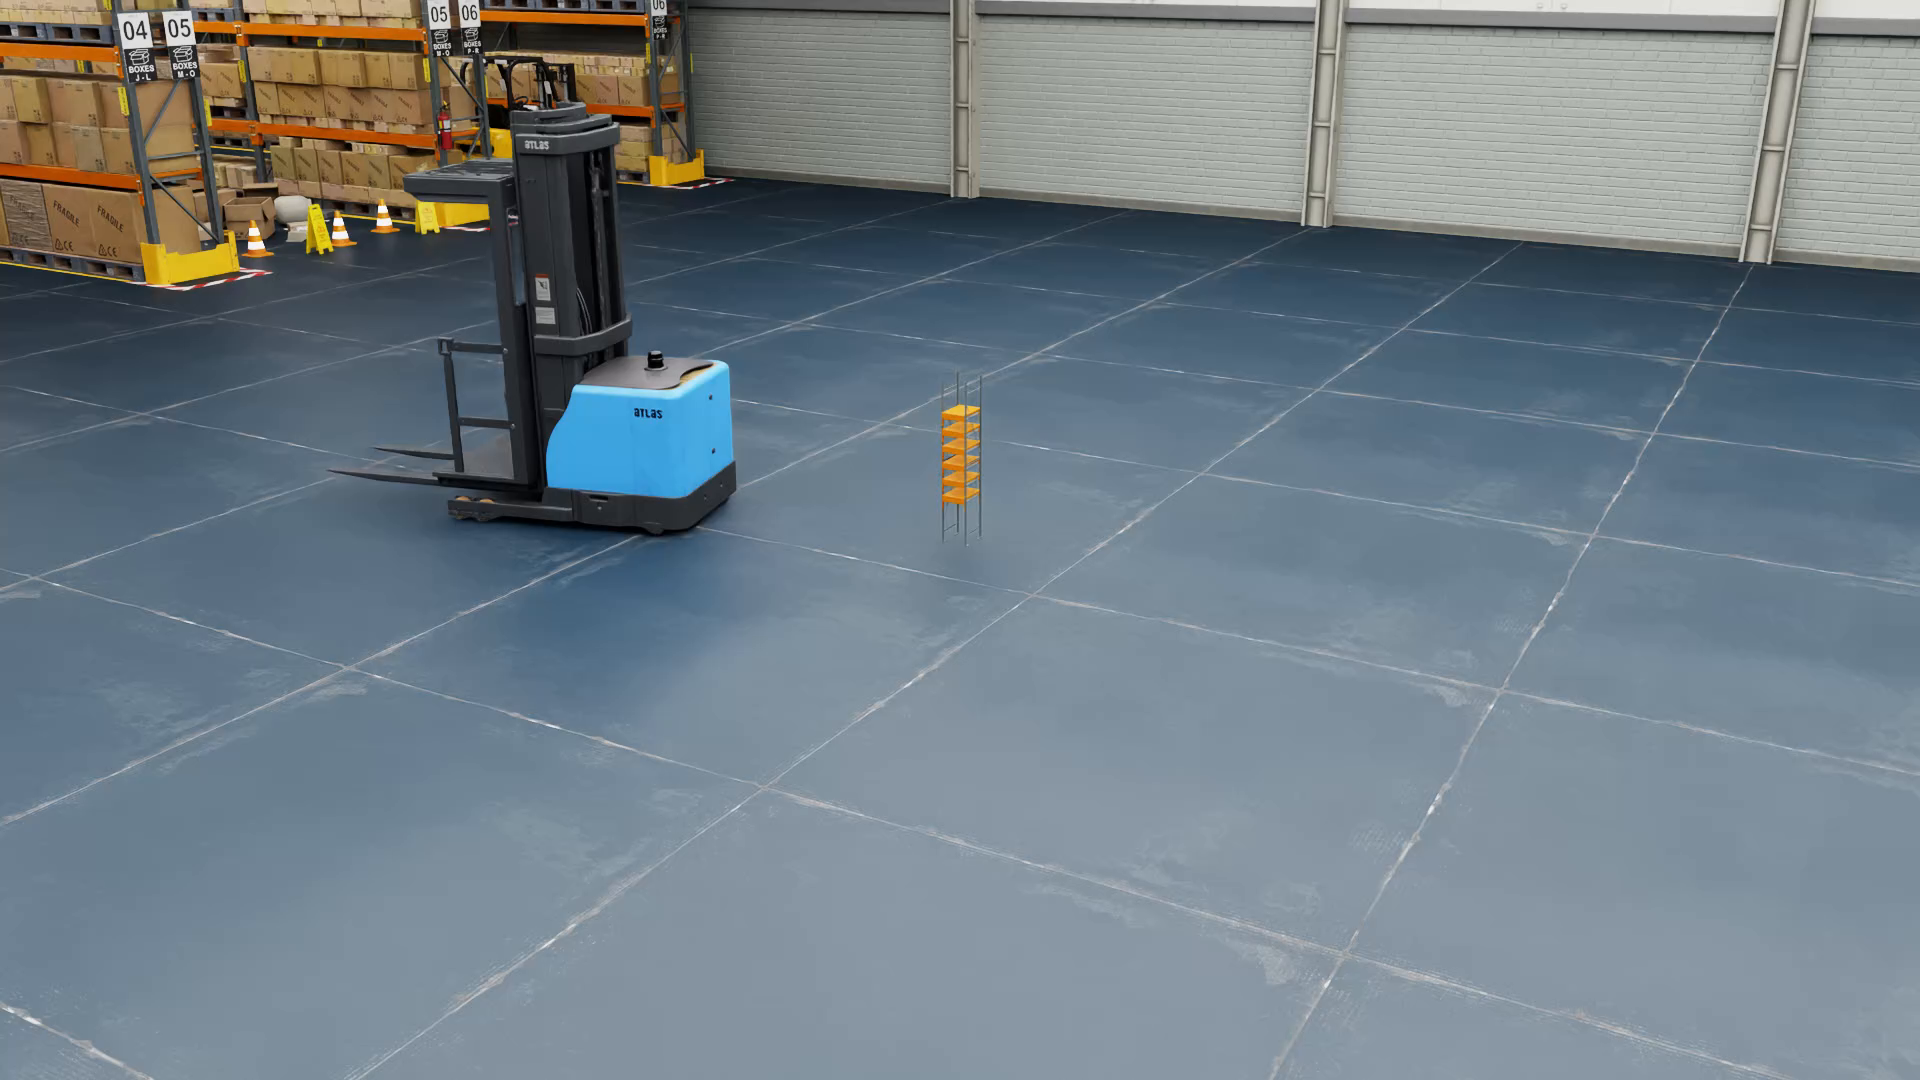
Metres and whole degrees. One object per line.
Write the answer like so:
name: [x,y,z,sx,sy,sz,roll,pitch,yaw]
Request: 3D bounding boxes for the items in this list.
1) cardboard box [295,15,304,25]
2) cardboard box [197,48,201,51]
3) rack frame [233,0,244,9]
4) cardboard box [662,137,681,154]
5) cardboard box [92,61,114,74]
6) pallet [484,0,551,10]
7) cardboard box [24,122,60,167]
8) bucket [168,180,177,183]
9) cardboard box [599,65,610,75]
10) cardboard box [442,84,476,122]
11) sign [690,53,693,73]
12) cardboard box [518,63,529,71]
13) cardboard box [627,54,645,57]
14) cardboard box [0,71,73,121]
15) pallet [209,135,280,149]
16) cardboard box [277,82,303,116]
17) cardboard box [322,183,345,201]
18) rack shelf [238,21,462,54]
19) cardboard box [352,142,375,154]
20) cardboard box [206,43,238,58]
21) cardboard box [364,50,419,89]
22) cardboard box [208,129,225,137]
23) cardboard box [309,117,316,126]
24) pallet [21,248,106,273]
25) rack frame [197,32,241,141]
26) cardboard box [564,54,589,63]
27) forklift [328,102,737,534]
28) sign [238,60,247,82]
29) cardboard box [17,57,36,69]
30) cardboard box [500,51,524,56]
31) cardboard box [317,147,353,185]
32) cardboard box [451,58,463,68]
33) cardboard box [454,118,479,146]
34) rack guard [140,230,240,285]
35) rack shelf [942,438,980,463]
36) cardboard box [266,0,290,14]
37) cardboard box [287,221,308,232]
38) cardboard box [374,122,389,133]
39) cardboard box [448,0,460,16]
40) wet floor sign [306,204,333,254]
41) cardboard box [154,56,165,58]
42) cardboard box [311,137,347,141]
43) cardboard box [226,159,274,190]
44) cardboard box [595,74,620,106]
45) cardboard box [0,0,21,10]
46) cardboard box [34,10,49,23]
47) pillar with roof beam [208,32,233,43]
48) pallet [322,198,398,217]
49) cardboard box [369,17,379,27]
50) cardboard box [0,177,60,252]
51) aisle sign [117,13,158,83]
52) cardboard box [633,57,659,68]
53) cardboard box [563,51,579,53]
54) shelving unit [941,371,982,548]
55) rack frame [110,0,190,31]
cardboard box: [-9.842,-7.906,25.231,0.250,0.149,0.380,10,22,26]
cardboard box: [-12.819,-8.075,27.577,0.250,0.149,0.380,10,22,25]
rack frame: [-10.893,-9.729,25.488,0.127,3.000,1.000,11,23,27]
cardboard box: [-5.292,-7.001,29.451,0.500,0.250,0.500,11,23,28]
cardboard box: [-14.105,-7.814,27.810,0.500,0.500,0.500,10,22,26]
pallet: [-7.718,-9.621,29.721,1.213,0.211,1.003,11,23,27]
cardboard box: [-11.474,-5.163,21.479,0.500,0.550,0.875,11,23,27]
bucket: [-11.975,-5.257,24.531,0.726,0.611,0.620,-16,16,-38]
cardboard box: [-6.068,-8.187,28.939,0.250,0.149,0.380,11,22,27]
cardboard box: [-7.679,-6.591,25.055,0.500,0.500,0.500,10,22,26]
sign: [-4.707,-8.330,29.045,0.005,0.325,0.100,11,23,27]
cardboard box: [-7.678,-8.467,29.709,0.250,0.149,0.380,11,23,28]
cardboard box: [-5.622,-8.426,29.161,0.250,0.149,0.380,11,23,28]
cardboard box: [-11.972,-5.737,21.478,0.550,0.550,0.875,11,23,27]
pallet: [-14.731,-8.282,34.388,1.213,0.211,1.003,11,23,27]
cardboard box: [-10.195,-6.863,25.802,0.500,0.500,0.500,11,23,27]
cardboard box: [-9.573,-5.462,25.940,0.500,0.250,0.500,10,22,27]
rack shelf: [-9.147,-7.648,25.206,4.000,0.370,1.077,11,23,27]
cardboard box: [-9.028,-5.989,25.343,0.250,0.149,0.380,12,23,30]
cardboard box: [-14.694,-9.728,33.523,0.500,0.500,0.700,11,23,28]
cardboard box: [-8.391,-7.007,24.733,0.500,0.500,0.700,11,23,28]
cardboard box: [-15.147,-8.592,34.203,0.500,0.500,0.500,12,23,30]
cardboard box: [-9.835,-6.494,25.738,0.250,0.149,0.380,11,23,27]
pallet: [-11.524,-3.755,21.907,1.213,0.211,1.003,11,23,27]
rack frame: [-15.459,-9.717,34.254,0.127,3.000,1.000,11,23,27]
cardboard box: [-6.741,-8.464,29.264,0.250,0.149,0.380,11,23,28]
forklift: [-3.281,-1.679,12.195,3.031,2.935,1.130,5,21,14]
sign: [-11.160,-7.287,25.857,0.005,0.325,0.100,11,23,27]
cardboard box: [-15.846,-8.266,28.642,0.500,0.500,0.500,11,23,27]
cardboard box: [-8.061,-8.726,29.988,0.250,0.149,0.380,11,23,28]
cardboard box: [-9.584,-5.815,25.814,0.500,0.500,0.500,12,23,30]
cardboard box: [-9.116,-8.767,30.537,0.250,0.149,0.380,10,22,27]
cardboard box: [-8.936,-7.551,31.150,0.625,0.625,0.875,12,23,30]
rack guard: [-9.706,-3.574,20.984,0.348,0.500,1.175,11,23,27]
rack shelf: [0.013,-0.633,11.628,0.180,0.103,0.258,11,23,27]
cardboard box: [-10.187,-8.150,25.320,0.500,0.250,0.500,11,22,27]
cardboard box: [-9.529,-4.520,24.107,0.380,0.149,0.250,-11,23,-29]
cardboard box: [-8.560,-6.216,24.970,0.250,0.149,0.380,11,23,28]
cardboard box: [-7.710,-7.886,24.590,0.500,0.250,0.500,10,22,26]
wet floor sign: [-8.736,-4.231,22.582,0.232,0.644,0.267,7,21,18]
cardboard box: [-13.396,-7.882,27.998,0.500,0.500,0.500,10,22,26]
cardboard box: [-12.441,-8.081,32.793,0.500,0.500,0.500,12,23,29]
cardboard box: [-11.352,-5.957,27.126,0.625,0.372,0.950,11,23,28]
cardboard box: [-5.989,-7.861,28.992,0.500,0.500,0.500,12,23,29]
cardboard box: [-11.604,-6.726,20.631,0.500,0.250,0.500,11,23,28]
cardboard box: [-11.071,-6.413,20.353,0.250,0.149,0.380,10,22,27]
pillar with roof beam: [-17.727,-11.640,30.757,0.400,9.000,9.100,11,23,27]
pallet: [-9.220,-5.294,26.150,1.213,0.211,1.003,11,23,27]
cardboard box: [-8.486,-7.659,24.551,0.250,0.149,0.380,11,23,28]
cardboard box: [-11.915,-4.342,21.937,0.875,0.875,0.875,11,23,28]
aisle sign: [-9.811,-5.874,19.847,0.004,0.787,0.394,11,23,27]
cardboard box: [-5.399,-8.210,28.566,0.250,0.149,0.380,11,23,27]
cardboard box: [-6.947,-8.693,29.896,0.250,0.149,0.380,11,22,27]
shelving unit: [0.013,-0.562,11.654,0.189,1.200,0.258,11,23,27]
rack frame: [-9.727,-7.573,19.546,0.127,3.000,1.000,11,23,27]
